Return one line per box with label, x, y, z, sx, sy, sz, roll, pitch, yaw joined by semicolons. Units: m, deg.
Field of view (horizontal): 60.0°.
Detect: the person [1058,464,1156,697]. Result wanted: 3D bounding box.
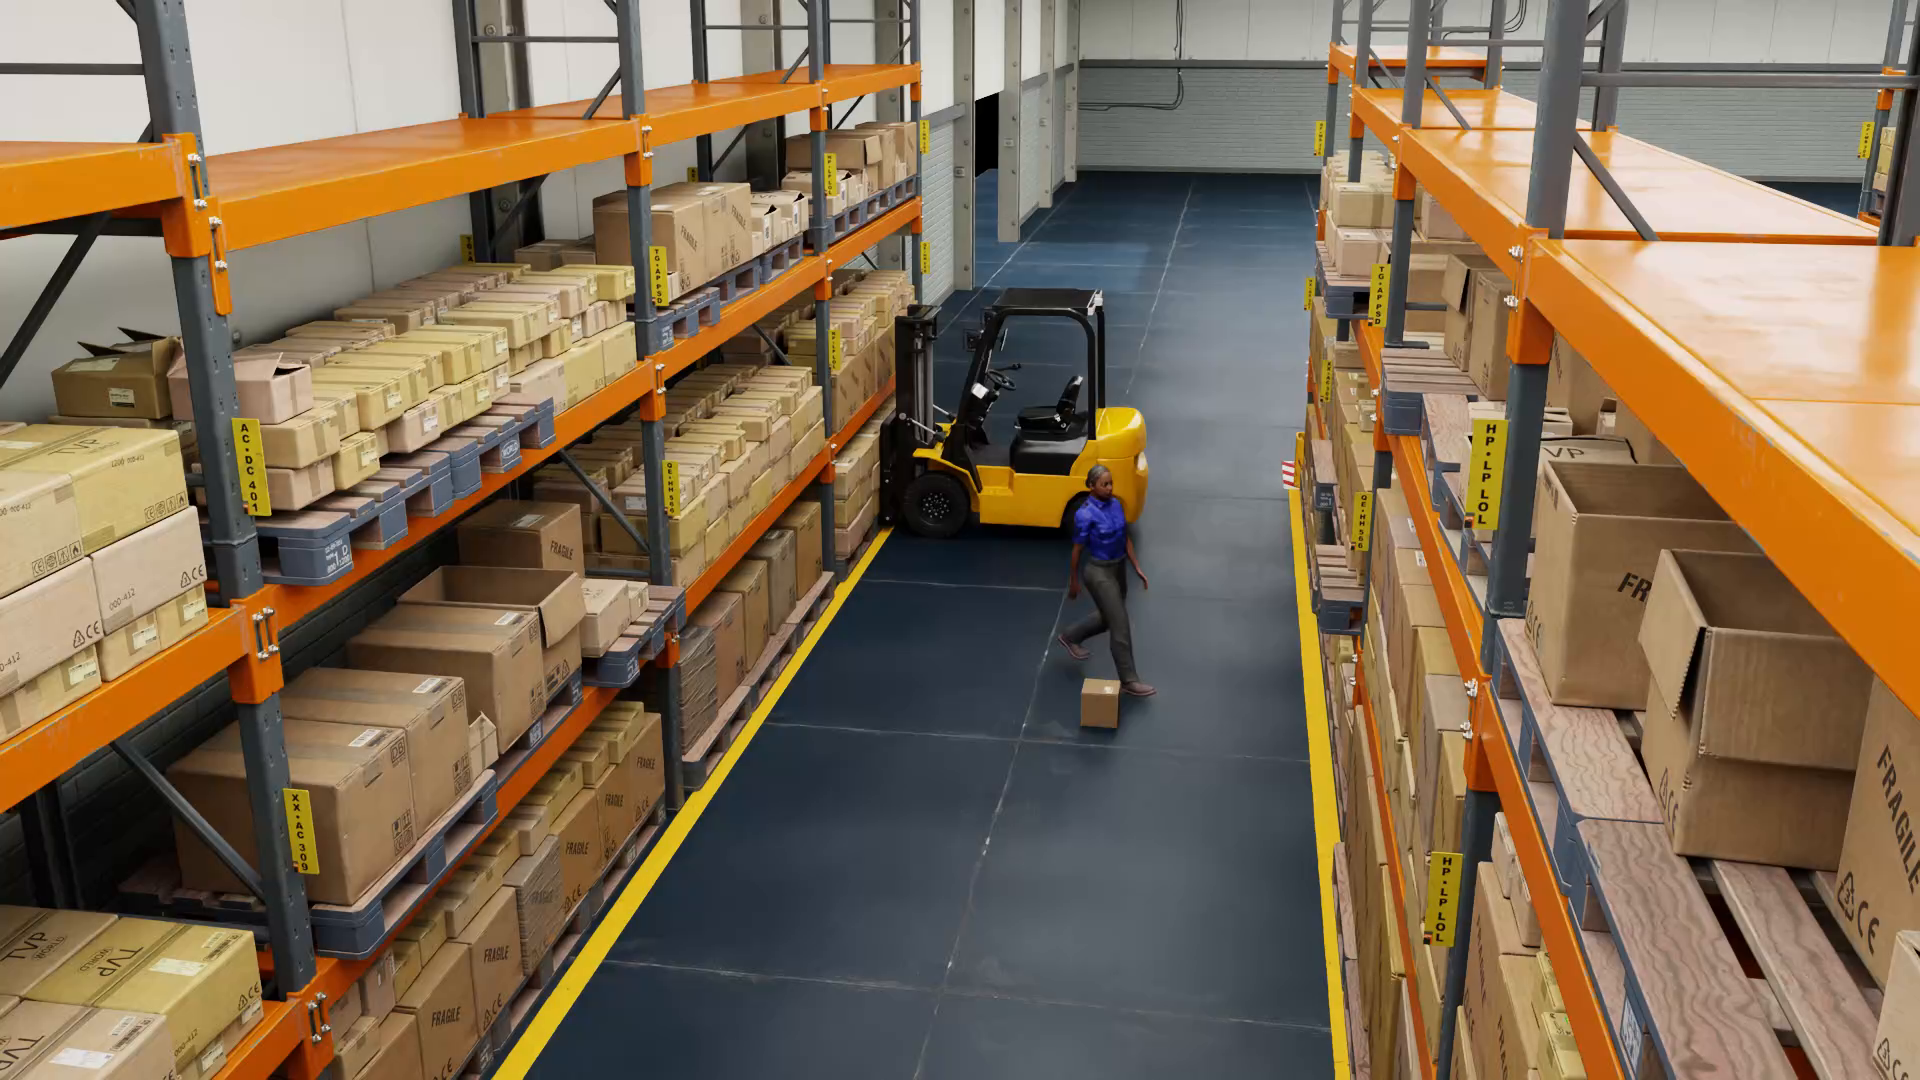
person;1.062;0.248;11.835;0.977;1.601;0.450;13;22;36
